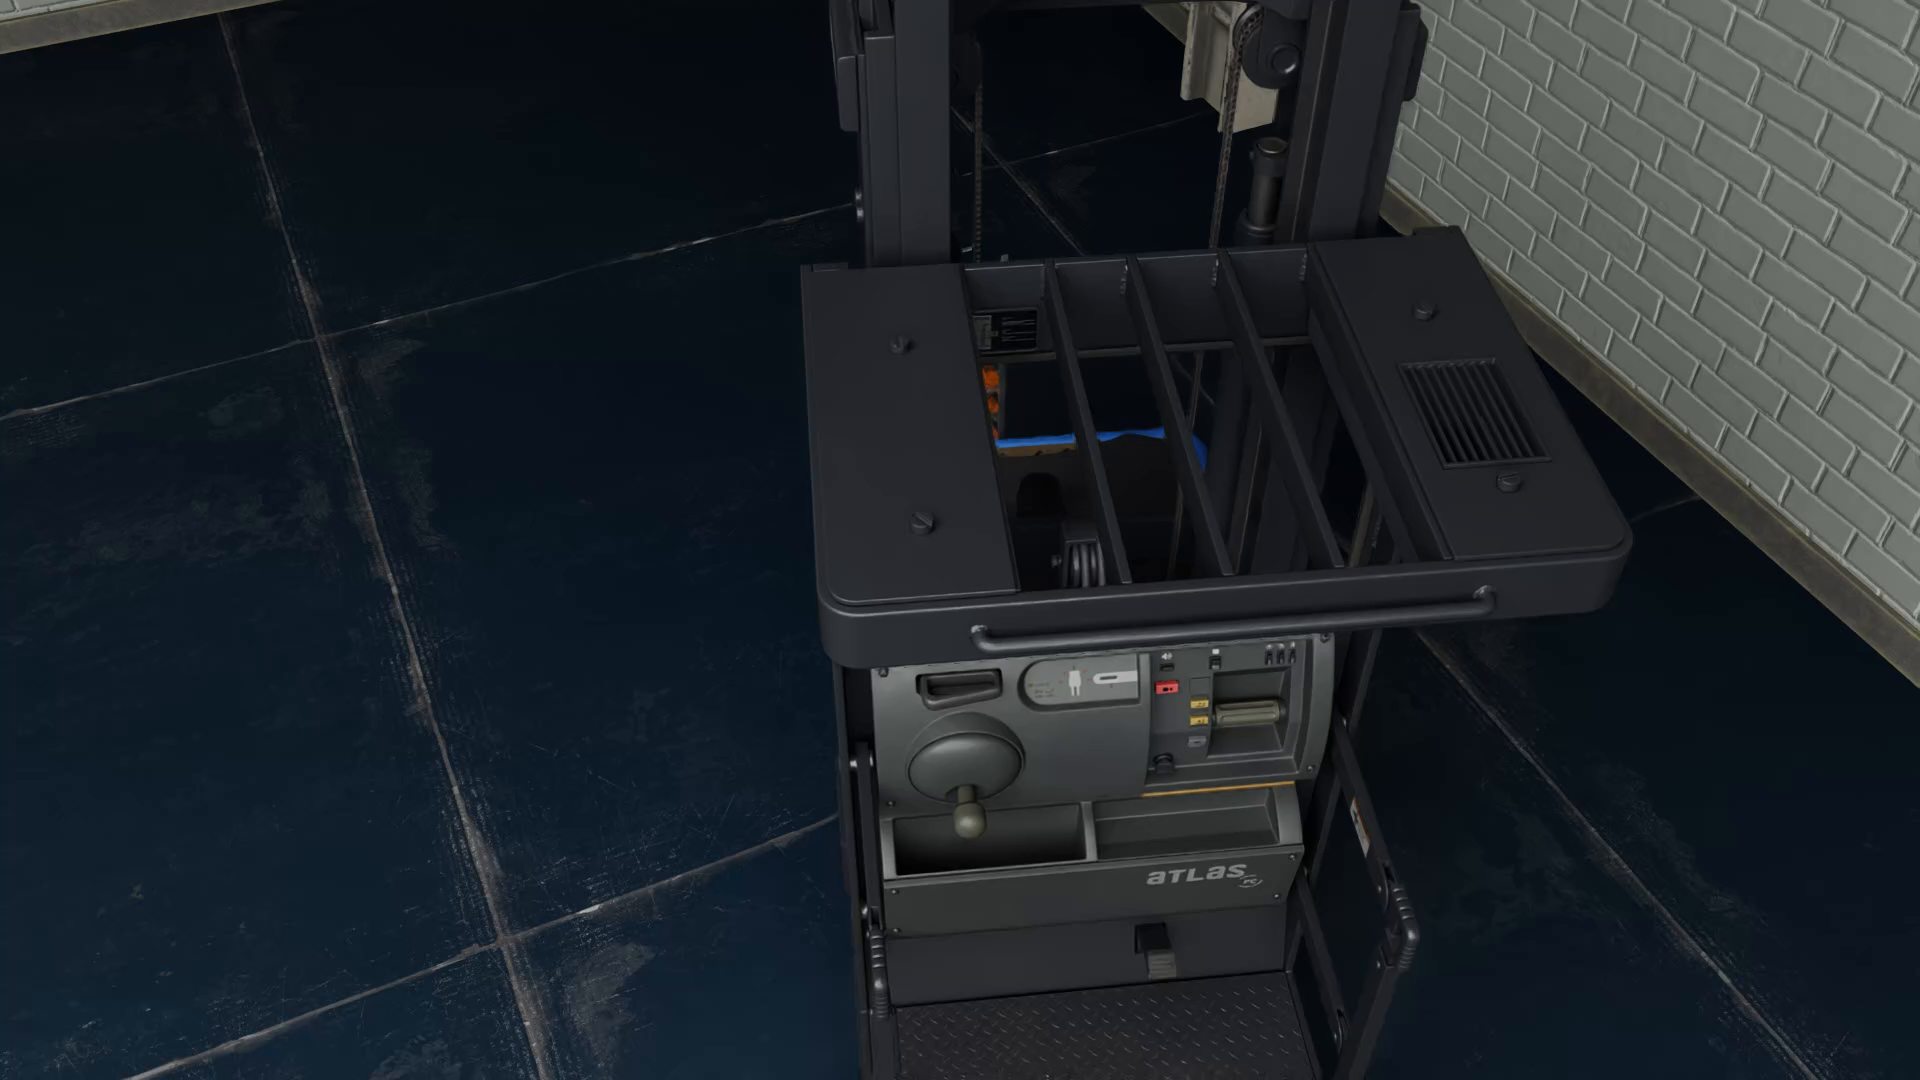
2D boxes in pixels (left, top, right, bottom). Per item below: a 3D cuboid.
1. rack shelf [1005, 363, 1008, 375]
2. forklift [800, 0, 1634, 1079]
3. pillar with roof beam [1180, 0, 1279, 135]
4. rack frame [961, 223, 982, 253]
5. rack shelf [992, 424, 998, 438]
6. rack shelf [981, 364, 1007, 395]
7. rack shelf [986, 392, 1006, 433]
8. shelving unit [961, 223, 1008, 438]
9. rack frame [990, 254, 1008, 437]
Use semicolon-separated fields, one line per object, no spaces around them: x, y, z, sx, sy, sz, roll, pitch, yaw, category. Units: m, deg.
-0.006;-0.576;5.201;0.258;0.103;0.180;-18;47;-17;rack shelf
0.314;0.467;3.190;1.130;2.935;3.031;-4;45;-4;forklift
-2.642;-3.962;3.358;9.100;9.000;0.400;-18;47;-17;pillar with roof beam
-0.045;-0.495;5.397;0.240;1.200;0.006;-18;47;-17;rack frame
-0.006;-0.319;5.453;0.258;0.103;0.180;-18;47;-17;rack shelf
-0.006;-0.490;5.285;0.258;0.103;0.180;-18;47;-17;rack shelf
-0.006;-0.405;5.369;0.258;0.103;0.180;-18;47;-17;rack shelf
-0.006;-0.436;5.338;0.258;1.200;0.189;-18;47;-17;shelving unit
0.032;-0.378;5.279;0.240;1.200;0.006;-18;47;-17;rack frame
